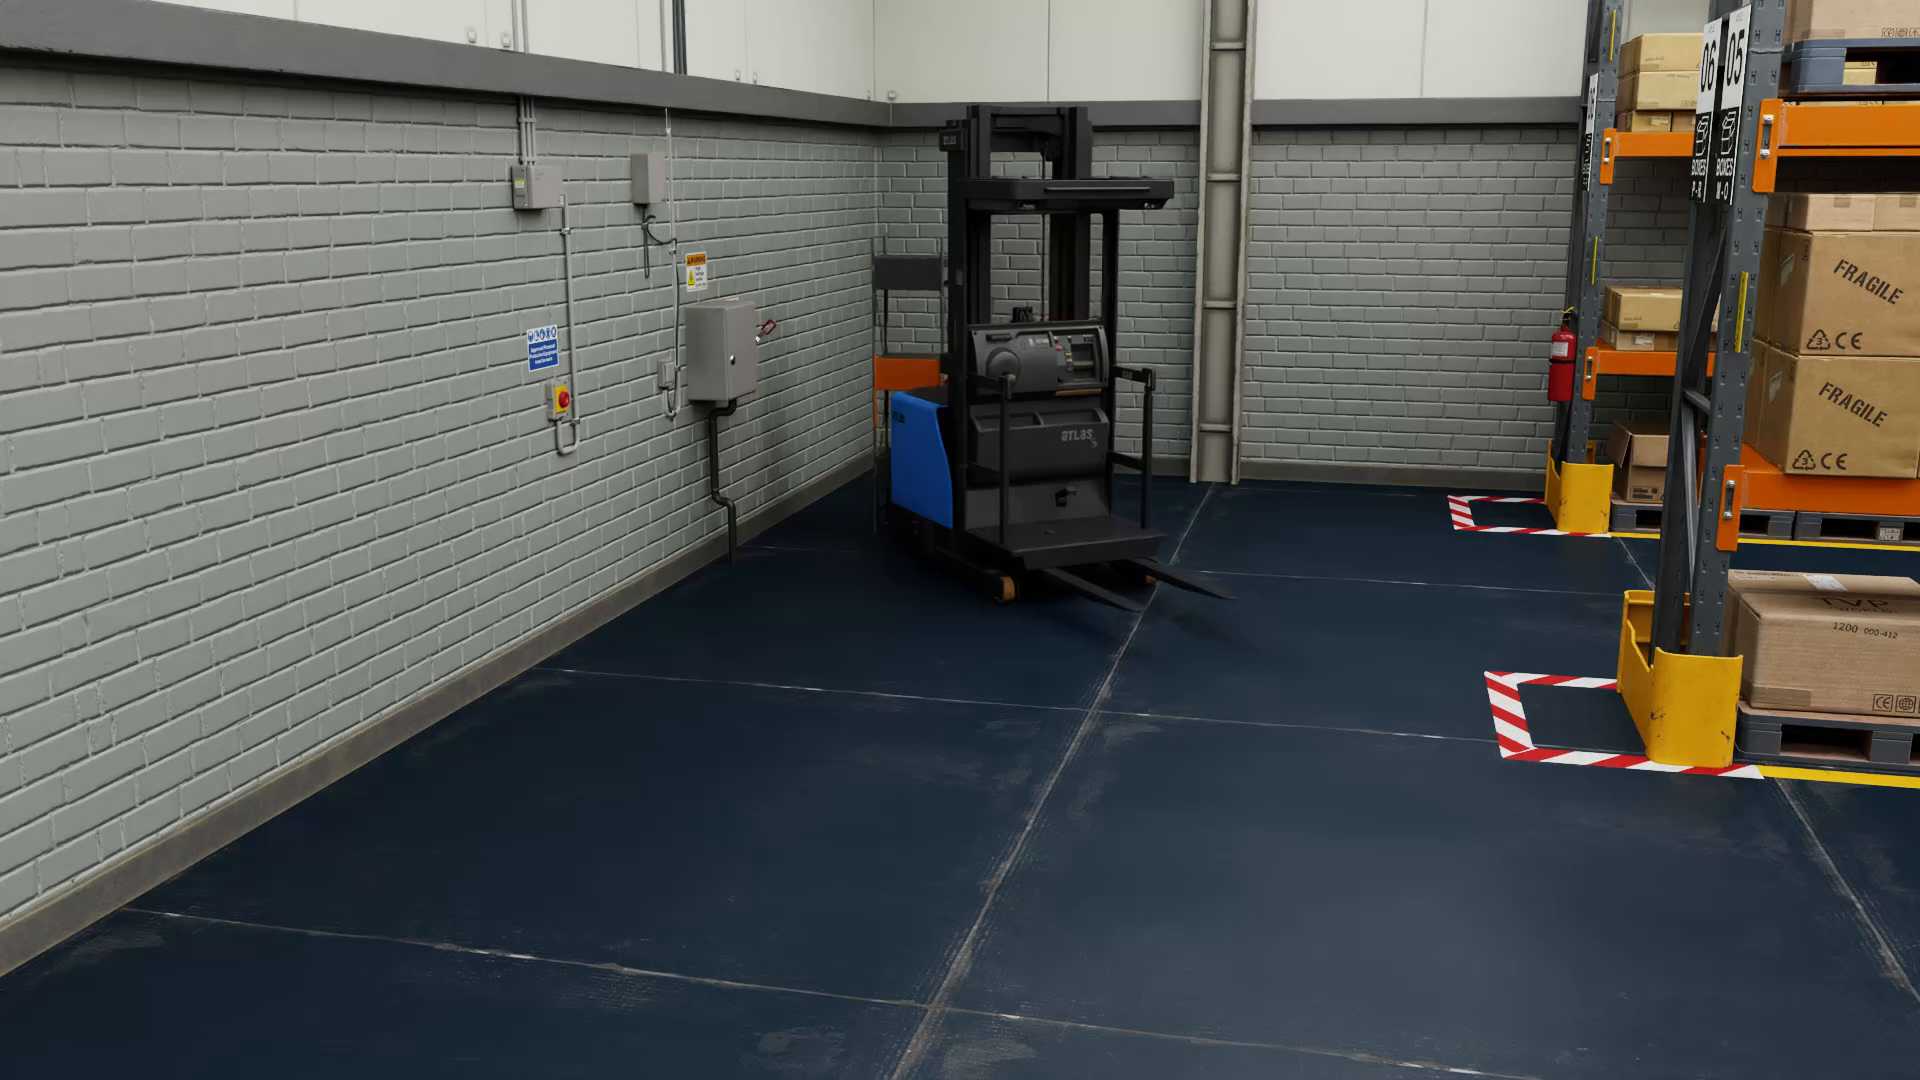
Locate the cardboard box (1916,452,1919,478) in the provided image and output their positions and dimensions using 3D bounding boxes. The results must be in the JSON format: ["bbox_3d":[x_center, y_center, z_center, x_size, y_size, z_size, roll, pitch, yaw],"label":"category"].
[{"bbox_3d":[4.257,-0.539,7.005,0.500,0.500,0.500,3,13,13],"label":"cardboard box"}]

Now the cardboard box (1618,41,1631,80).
[{"bbox_3d":[5.046,-3.455,11.963,0.500,0.250,0.500,3,13,12],"label":"cardboard box"}]

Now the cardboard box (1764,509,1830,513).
[{"bbox_3d":[5.940,-0.520,11.953,0.500,0.500,0.700,4,13,16],"label":"cardboard box"}]

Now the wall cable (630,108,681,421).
[{"bbox_3d":[-1.789,-1.678,10.026,0.122,1.984,0.588,3,13,14],"label":"wall cable"}]

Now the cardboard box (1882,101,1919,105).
[{"bbox_3d":[6.413,-3.022,11.164,0.500,0.250,0.500,3,13,13],"label":"cardboard box"}]

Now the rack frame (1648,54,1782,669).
[{"bbox_3d":[3.362,-0.595,7.492,0.127,3.000,1.000,3,13,14],"label":"rack frame"}]

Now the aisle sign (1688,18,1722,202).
[{"bbox_3d":[3.367,-1.933,7.521,0.004,0.787,0.394,3,13,14],"label":"aisle sign"}]

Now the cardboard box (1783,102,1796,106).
[{"bbox_3d":[5.412,-3.073,11.395,0.500,0.250,0.500,3,13,15],"label":"cardboard box"}]

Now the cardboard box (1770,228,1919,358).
[{"bbox_3d":[3.760,-1.048,6.991,0.500,0.500,0.500,3,13,12],"label":"cardboard box"}]

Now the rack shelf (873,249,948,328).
[{"bbox_3d":[-0.330,-1.772,11.704,0.480,0.518,0.431,2,13,10],"label":"rack shelf"}]

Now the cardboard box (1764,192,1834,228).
[{"bbox_3d":[3.759,-1.473,7.409,0.250,0.149,0.380,3,13,14],"label":"cardboard box"}]

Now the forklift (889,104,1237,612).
[{"bbox_3d":[0.597,-1.157,10.183,1.130,2.935,3.031,-6,14,-25],"label":"forklift"}]

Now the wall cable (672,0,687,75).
[{"bbox_3d":[-1.341,-4.520,11.246,0.133,3.039,2.988,3,13,14],"label":"wall cable"}]

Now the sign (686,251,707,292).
[{"bbox_3d":[-1.687,-1.720,10.652,0.001,0.242,0.339,3,13,14],"label":"sign"}]

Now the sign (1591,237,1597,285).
[{"bbox_3d":[4.418,-1.948,11.590,0.005,0.325,0.100,3,13,14],"label":"sign"}]

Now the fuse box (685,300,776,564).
[{"bbox_3d":[-1.473,-0.688,10.885,0.414,1.711,0.539,3,13,14],"label":"fuse box"}]

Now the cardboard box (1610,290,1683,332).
[{"bbox_3d":[4.924,-1.631,11.820,0.500,0.250,0.500,3,13,14],"label":"cardboard box"}]

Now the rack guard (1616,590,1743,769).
[{"bbox_3d":[3.339,0.624,7.768,0.348,0.500,1.175,3,13,14],"label":"rack guard"}]

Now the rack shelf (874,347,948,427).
[{"bbox_3d":[-0.330,-1.089,11.856,0.480,0.518,0.431,2,13,10],"label":"rack shelf"}]

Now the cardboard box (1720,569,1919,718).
[{"bbox_3d":[4.027,0.464,7.665,0.875,0.438,0.875,3,13,12],"label":"cardboard box"}]

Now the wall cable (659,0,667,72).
[{"bbox_3d":[-2.045,-3.918,8.618,0.029,3.000,2.355,3,13,14],"label":"wall cable"}]

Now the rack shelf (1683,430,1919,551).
[{"bbox_3d":[5.304,-0.140,7.102,4.000,0.370,1.077,3,13,14],"label":"rack shelf"}]

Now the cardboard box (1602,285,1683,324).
[{"bbox_3d":[5.058,-1.743,12.326,0.500,0.250,0.500,3,13,15],"label":"cardboard box"}]

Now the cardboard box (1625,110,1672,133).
[{"bbox_3d":[4.802,-2.916,11.605,0.250,0.149,0.380,3,13,15],"label":"cardboard box"}]

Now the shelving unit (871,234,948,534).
[{"bbox_3d":[-0.330,-1.102,11.853,0.503,2.100,0.431,2,13,10],"label":"shelving unit"}]

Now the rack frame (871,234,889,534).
[{"bbox_3d":[-0.570,-1.112,11.897,0.015,2.100,0.400,2,13,10],"label":"rack frame"}]

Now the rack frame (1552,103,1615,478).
[{"bbox_3d":[4.548,-1.639,12.198,0.127,3.000,1.000,3,13,14],"label":"rack frame"}]

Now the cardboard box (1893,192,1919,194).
[{"bbox_3d":[4.282,-1.469,7.391,0.250,0.149,0.380,3,13,13],"label":"cardboard box"}]

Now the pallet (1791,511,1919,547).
[{"bbox_3d":[6.577,-0.169,12.009,1.213,0.211,1.003,3,13,14],"label":"pallet"}]

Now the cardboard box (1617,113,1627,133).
[{"bbox_3d":[4.914,-3.013,12.044,0.250,0.149,0.380,3,13,15],"label":"cardboard box"}]

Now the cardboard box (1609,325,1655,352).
[{"bbox_3d":[4.801,-1.442,11.888,0.250,0.149,0.380,3,13,13],"label":"cardboard box"}]

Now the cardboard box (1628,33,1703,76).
[{"bbox_3d":[4.919,-3.344,11.461,0.500,0.250,0.500,3,13,13],"label":"cardboard box"}]

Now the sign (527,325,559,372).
[{"bbox_3d":[-2.189,-1.008,8.728,0.001,0.218,0.327,3,13,14],"label":"sign"}]

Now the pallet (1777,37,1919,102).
[{"bbox_3d":[4.085,-1.980,7.013,1.213,0.211,1.003,3,13,14],"label":"pallet"}]

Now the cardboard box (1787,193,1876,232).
[{"bbox_3d":[3.641,-1.372,6.957,0.250,0.149,0.380,3,13,15],"label":"cardboard box"}]

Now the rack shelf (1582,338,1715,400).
[{"bbox_3d":[6.490,-1.184,11.808,4.000,0.370,1.077,3,13,14],"label":"rack shelf"}]

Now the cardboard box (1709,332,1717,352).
[{"bbox_3d":[5.323,-1.432,11.844,0.250,0.149,0.380,3,13,13],"label":"cardboard box"}]
